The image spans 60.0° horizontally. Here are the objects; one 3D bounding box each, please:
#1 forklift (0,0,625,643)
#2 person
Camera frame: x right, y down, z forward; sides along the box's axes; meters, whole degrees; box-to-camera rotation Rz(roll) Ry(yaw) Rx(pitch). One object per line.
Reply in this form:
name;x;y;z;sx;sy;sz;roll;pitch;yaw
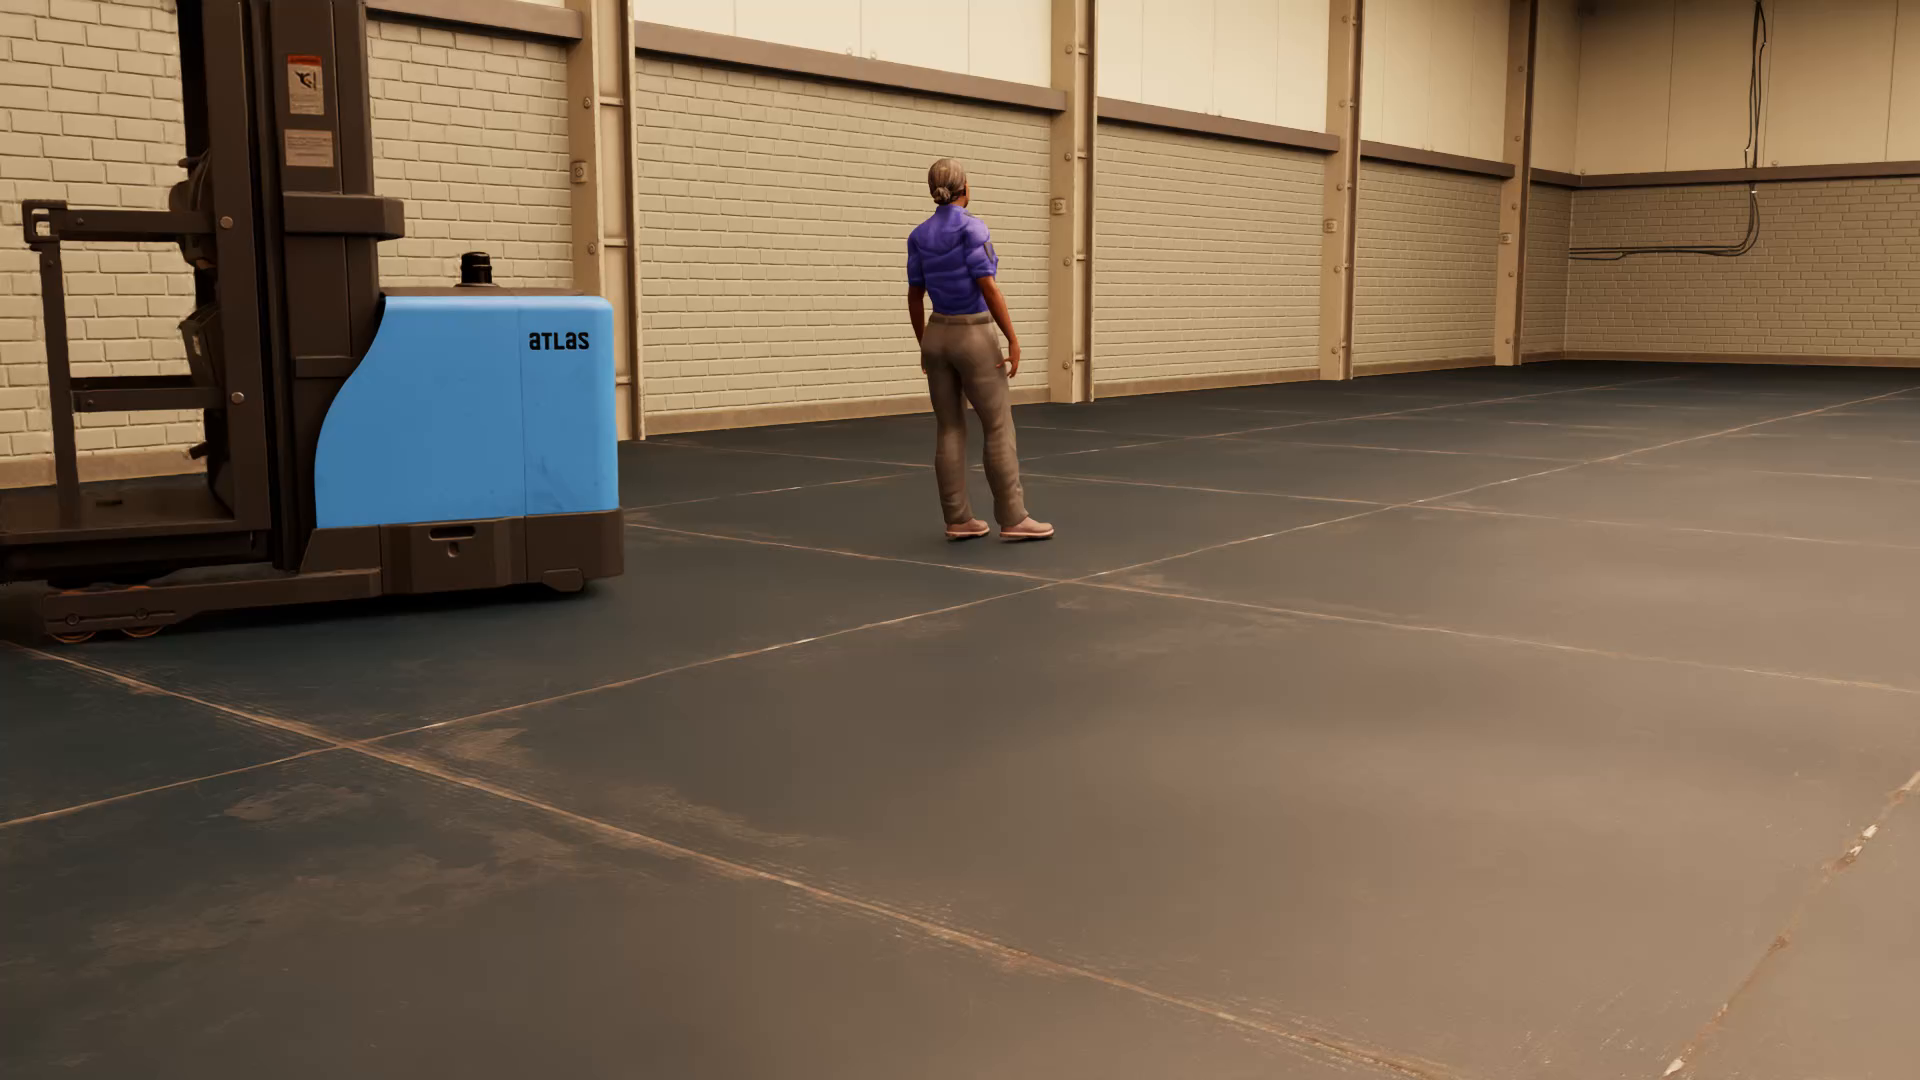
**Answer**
forklift;-2.772;-1.214;5.579;3.031;2.935;1.130;-4;9;-28
person;0.070;-0.834;7.340;0.570;1.656;0.503;7;11;38
